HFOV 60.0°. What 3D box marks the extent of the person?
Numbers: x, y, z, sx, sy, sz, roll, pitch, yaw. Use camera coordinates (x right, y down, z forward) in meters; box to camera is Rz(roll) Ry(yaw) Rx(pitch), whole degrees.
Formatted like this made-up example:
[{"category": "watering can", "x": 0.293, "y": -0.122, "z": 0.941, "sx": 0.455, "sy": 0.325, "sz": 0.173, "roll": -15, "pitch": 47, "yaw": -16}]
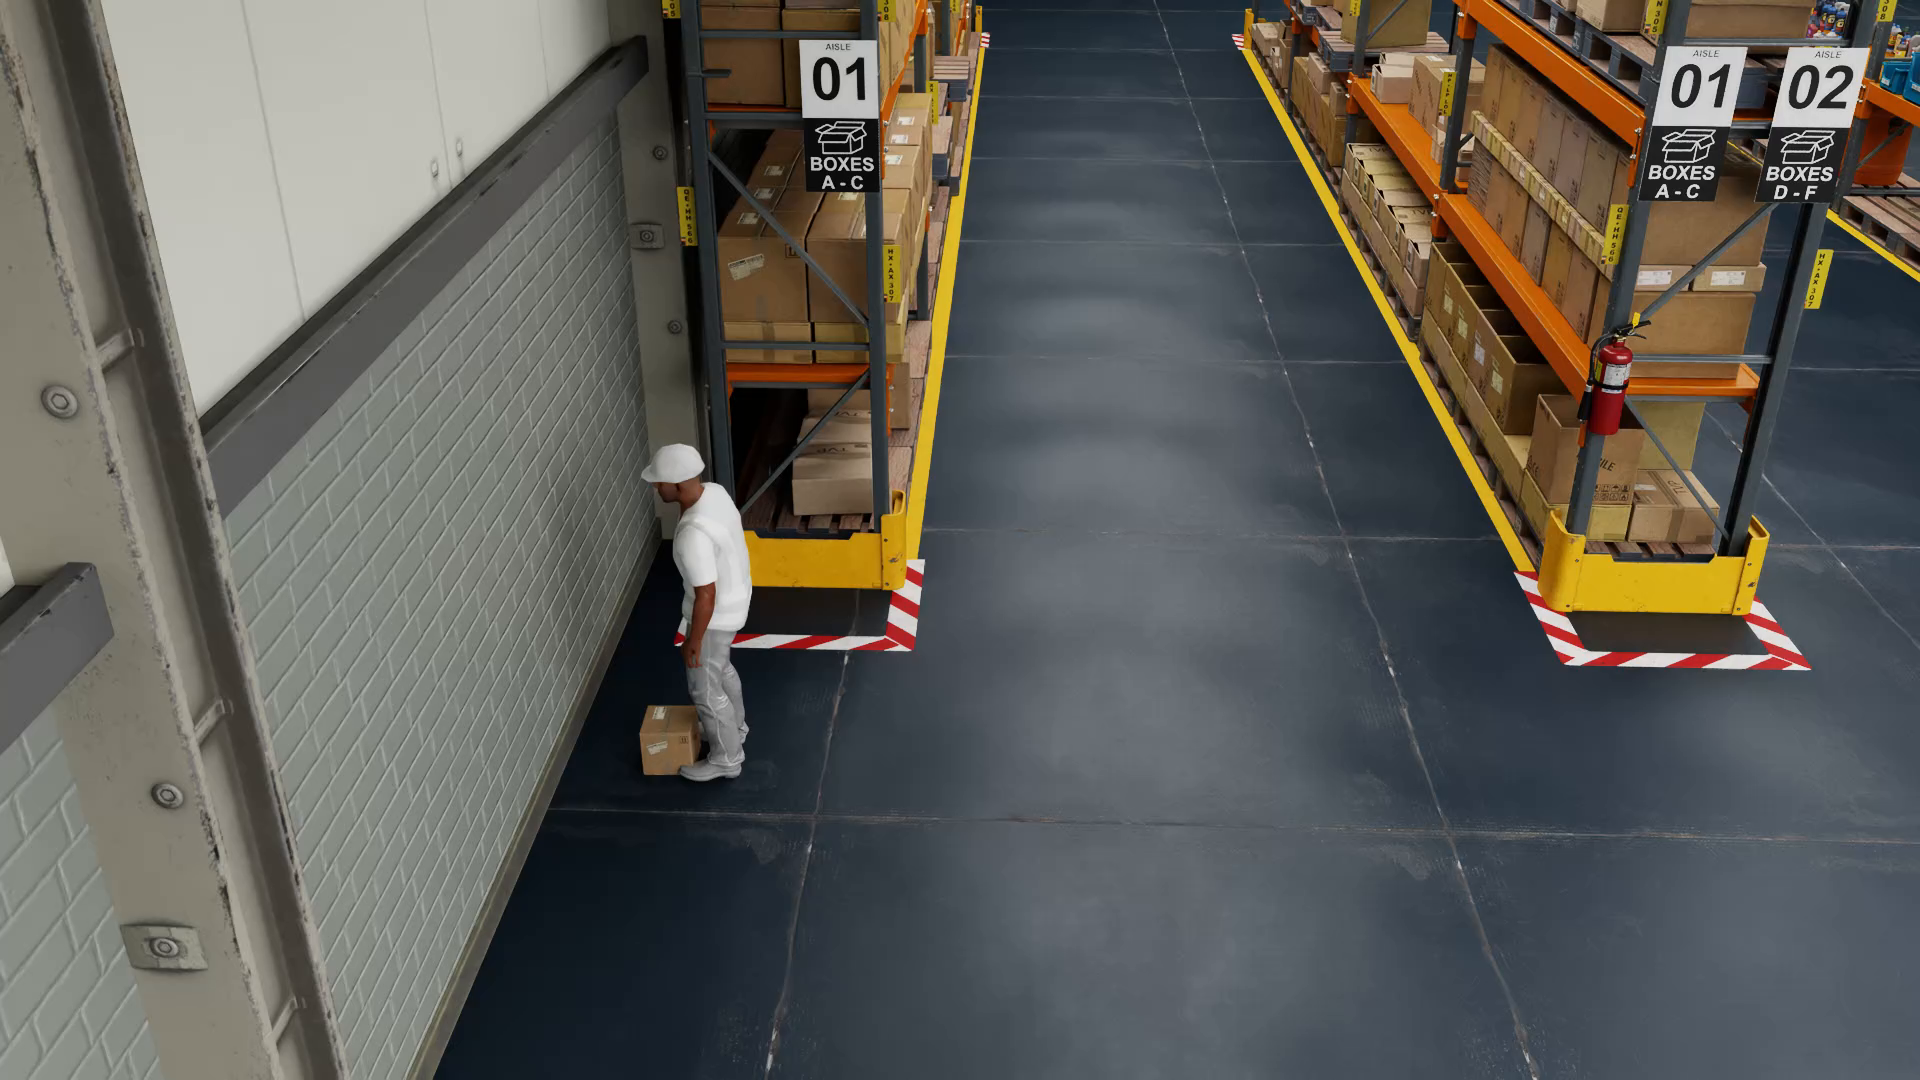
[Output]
[{"category": "person", "x": -1.227, "y": 0.334, "z": 7.968, "sx": 0.463, "sy": 1.760, "sz": 0.635, "roll": 0, "pitch": 28, "yaw": 1}]
